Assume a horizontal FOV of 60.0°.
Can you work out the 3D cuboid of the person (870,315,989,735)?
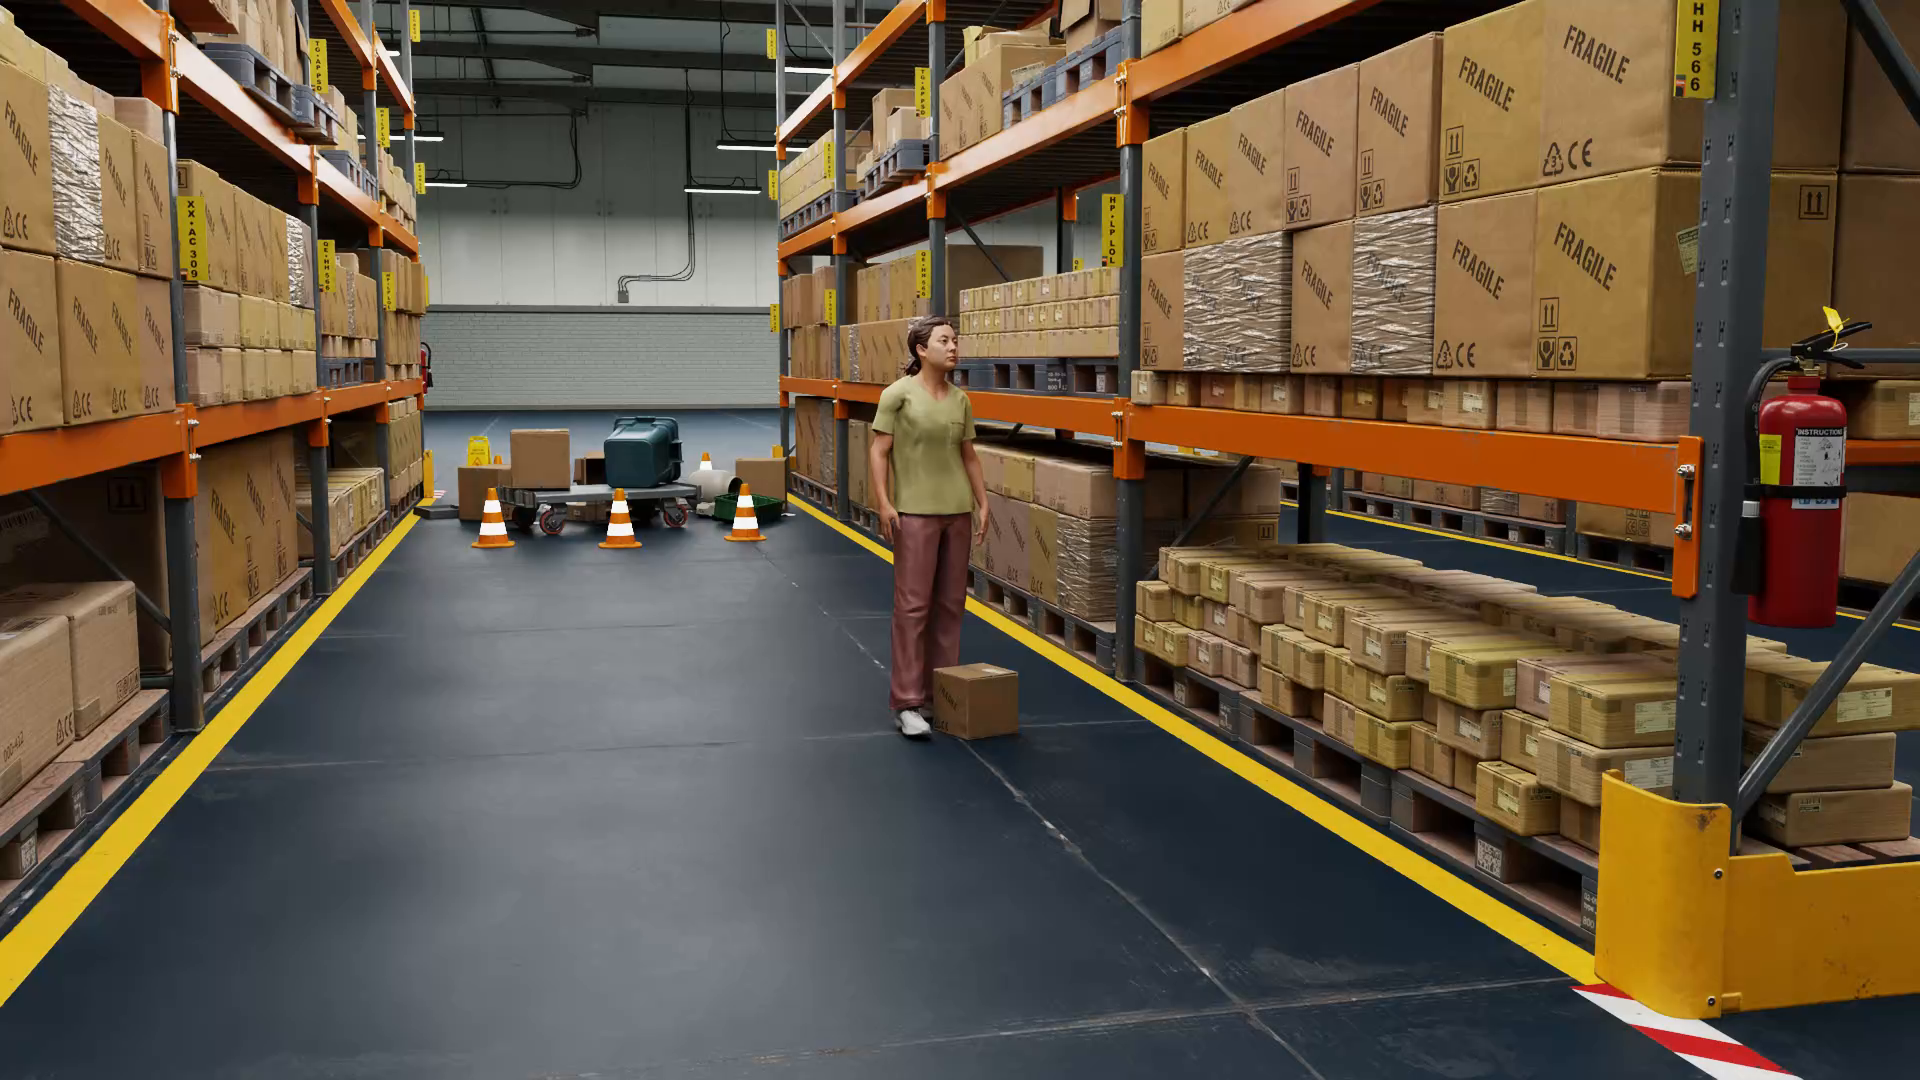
[{"bbox_3d":[-0.074,-0.076,6.811,0.555,1.662,0.524,-4,7,-32],"label":"person"}]
